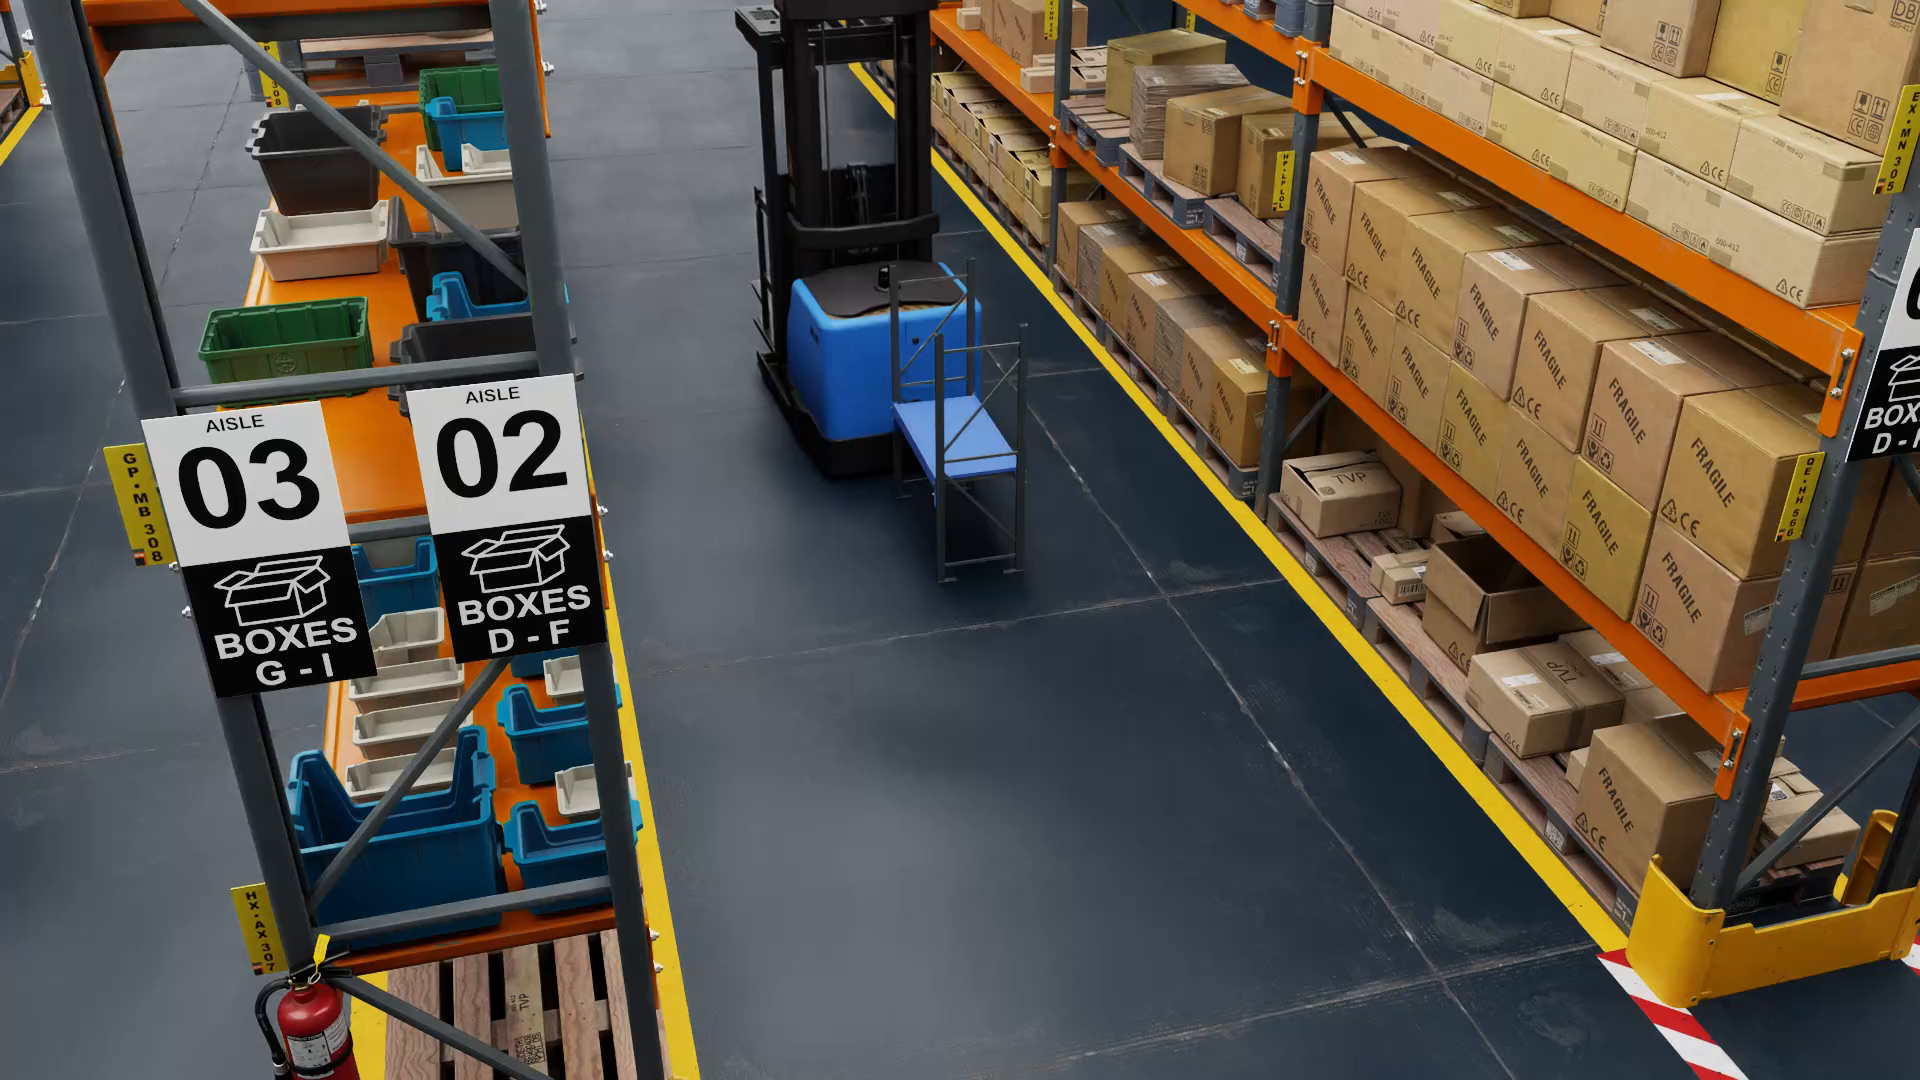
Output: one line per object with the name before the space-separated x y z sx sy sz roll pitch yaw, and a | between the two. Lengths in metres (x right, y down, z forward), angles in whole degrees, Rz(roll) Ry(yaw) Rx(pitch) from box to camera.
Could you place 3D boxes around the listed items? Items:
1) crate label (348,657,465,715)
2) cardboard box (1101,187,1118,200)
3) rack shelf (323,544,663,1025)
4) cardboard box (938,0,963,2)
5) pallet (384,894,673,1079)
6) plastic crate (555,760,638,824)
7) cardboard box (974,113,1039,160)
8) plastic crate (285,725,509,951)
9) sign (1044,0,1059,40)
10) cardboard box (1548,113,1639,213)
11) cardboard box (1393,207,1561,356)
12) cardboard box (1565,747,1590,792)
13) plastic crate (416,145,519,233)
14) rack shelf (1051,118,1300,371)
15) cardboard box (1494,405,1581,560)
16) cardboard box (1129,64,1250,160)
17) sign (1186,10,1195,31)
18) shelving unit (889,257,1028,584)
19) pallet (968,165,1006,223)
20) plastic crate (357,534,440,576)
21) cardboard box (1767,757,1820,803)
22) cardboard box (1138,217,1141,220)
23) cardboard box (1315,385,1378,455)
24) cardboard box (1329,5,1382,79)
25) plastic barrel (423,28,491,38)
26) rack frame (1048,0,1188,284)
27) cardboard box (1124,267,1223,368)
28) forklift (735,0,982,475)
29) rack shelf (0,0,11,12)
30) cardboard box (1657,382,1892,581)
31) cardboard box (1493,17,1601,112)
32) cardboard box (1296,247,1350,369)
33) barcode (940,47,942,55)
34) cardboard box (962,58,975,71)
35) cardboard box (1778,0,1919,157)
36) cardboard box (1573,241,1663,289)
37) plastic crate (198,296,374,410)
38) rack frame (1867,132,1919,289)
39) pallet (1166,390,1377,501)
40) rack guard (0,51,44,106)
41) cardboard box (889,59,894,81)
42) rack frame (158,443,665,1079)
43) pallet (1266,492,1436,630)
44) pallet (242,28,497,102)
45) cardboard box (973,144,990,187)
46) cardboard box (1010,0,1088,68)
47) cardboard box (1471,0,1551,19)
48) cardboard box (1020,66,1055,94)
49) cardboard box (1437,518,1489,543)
crate label | -1.996 0.535 6.035 0.396 0.136 0.243 -8 31 -13
cardboard box | 1.353 -2.958 13.631 0.500 0.311 0.500 -7 31 -12
rack shelf | -1.975 0.435 6.722 1.077 0.370 4.000 -8 31 -13
cardboard box | 0.024 -5.620 16.365 0.700 0.500 0.500 -9 31 -15
pallet | -1.626 1.893 6.269 1.003 0.211 1.213 -8 31 -13
plastic crate | -1.198 0.849 5.493 0.250 0.136 0.298 -8 31 -13
cardboard box | 0.426 -3.622 14.780 0.500 0.311 0.500 -7 31 -12
plastic crate | -1.713 0.911 5.086 0.616 0.435 0.499 -8 31 -13
sign | 0.675 -3.857 12.263 0.100 0.325 0.005 -8 31 -13
cardboard box | 2.674 -1.496 6.496 0.500 0.250 0.500 -8 31 -13
cardboard box | 2.398 -1.213 7.753 0.500 0.500 0.500 -9 31 -15
cardboard box | 2.930 1.031 7.363 0.380 0.166 0.250 -8 31 -13
plastic crate | -1.735 -1.269 6.072 0.437 0.282 0.530 -8 31 -13
rack shelf | 1.740 -2.154 11.195 1.077 0.370 4.000 -8 31 -13
cardboard box | 2.683 -0.282 7.144 0.500 0.500 0.500 -8 31 -13
cardboard box | 1.544 -2.900 11.247 0.700 0.500 0.500 -2 30 -4
sign | 1.730 -3.975 12.546 0.100 0.325 0.005 -8 31 -13
shelving unit | -0.023 -0.690 9.445 0.538 1.500 1.048 -8 31 -13
pallet | 0.708 -3.215 15.094 1.003 0.211 1.213 -8 31 -13
plastic crate | -2.278 -0.055 6.909 0.437 0.282 0.530 -8 31 -13
cardboard box | 3.486 1.100 7.245 0.380 0.166 0.250 -8 31 -13
cardboard box | 1.353 -2.715 13.772 0.500 0.250 0.500 -8 31 -13
cardboard box | 2.377 -0.874 10.321 0.500 0.500 0.500 -9 31 -16
cardboard box | 2.161 -2.465 8.169 0.500 0.250 0.500 -8 31 -13
plastic barrel | -2.404 -2.669 7.817 0.433 0.535 0.433 0 30 0
rack frame | 1.209 -3.431 12.684 1.000 3.000 0.127 -8 31 -13
cardboard box | 1.471 -1.535 11.464 0.500 0.500 0.500 -9 31 -15
forklift | -0.796 -2.395 10.962 1.130 2.935 3.031 -9 31 -16
rack shelf | -9.935 -4.702 15.598 1.077 0.370 4.000 -8 31 -13
cardboard box | 2.949 -0.222 6.041 0.500 0.500 0.500 -8 31 -14
cardboard box | 2.549 -1.955 6.790 0.500 0.250 0.500 -8 31 -13
cardboard box | 2.143 -1.260 8.833 0.500 0.500 0.500 -7 31 -12
barcode | -0.186 -4.708 15.988 0.001 0.075 0.075 -8 31 -13
cardboard box | 0.326 -4.945 16.876 0.500 0.500 0.500 -8 31 -13
cardboard box | 3.180 -1.587 5.406 0.700 0.500 0.500 -8 31 -13
cardboard box | 3.059 -1.032 7.440 0.500 0.500 0.500 -8 31 -14
plastic crate | -1.981 -0.555 4.932 0.450 0.188 0.336 -8 31 -13
rack frame | 3.333 -2.164 4.505 1.000 3.000 0.127 -8 31 -13
pallet | 2.018 -0.680 10.714 1.003 0.211 1.213 -8 31 -13
rack guard | -10.446 -4.861 17.649 1.175 0.500 0.348 -8 31 -13
cardboard box | -0.457 -5.032 17.775 0.500 0.250 0.500 -8 31 -13
rack frame | -1.444 1.090 4.873 1.000 3.000 0.127 -8 31 -13
pallet | 2.452 0.040 9.471 1.003 0.211 1.213 -8 31 -13
pallet | -2.808 -2.424 8.139 1.213 0.211 1.003 -8 31 -13
cardboard box | 0.424 -3.384 14.928 0.500 0.250 0.500 -7 31 -12
cardboard box | 0.748 -4.283 14.055 0.500 0.500 0.500 -10 31 -16
cardboard box | 2.571 -2.543 7.056 0.700 0.500 0.500 -8 31 -13
cardboard box | 0.704 -3.720 13.433 0.380 0.149 0.250 -8 31 -13
cardboard box | 2.895 0.074 8.873 0.500 0.311 0.500 -8 31 -13
